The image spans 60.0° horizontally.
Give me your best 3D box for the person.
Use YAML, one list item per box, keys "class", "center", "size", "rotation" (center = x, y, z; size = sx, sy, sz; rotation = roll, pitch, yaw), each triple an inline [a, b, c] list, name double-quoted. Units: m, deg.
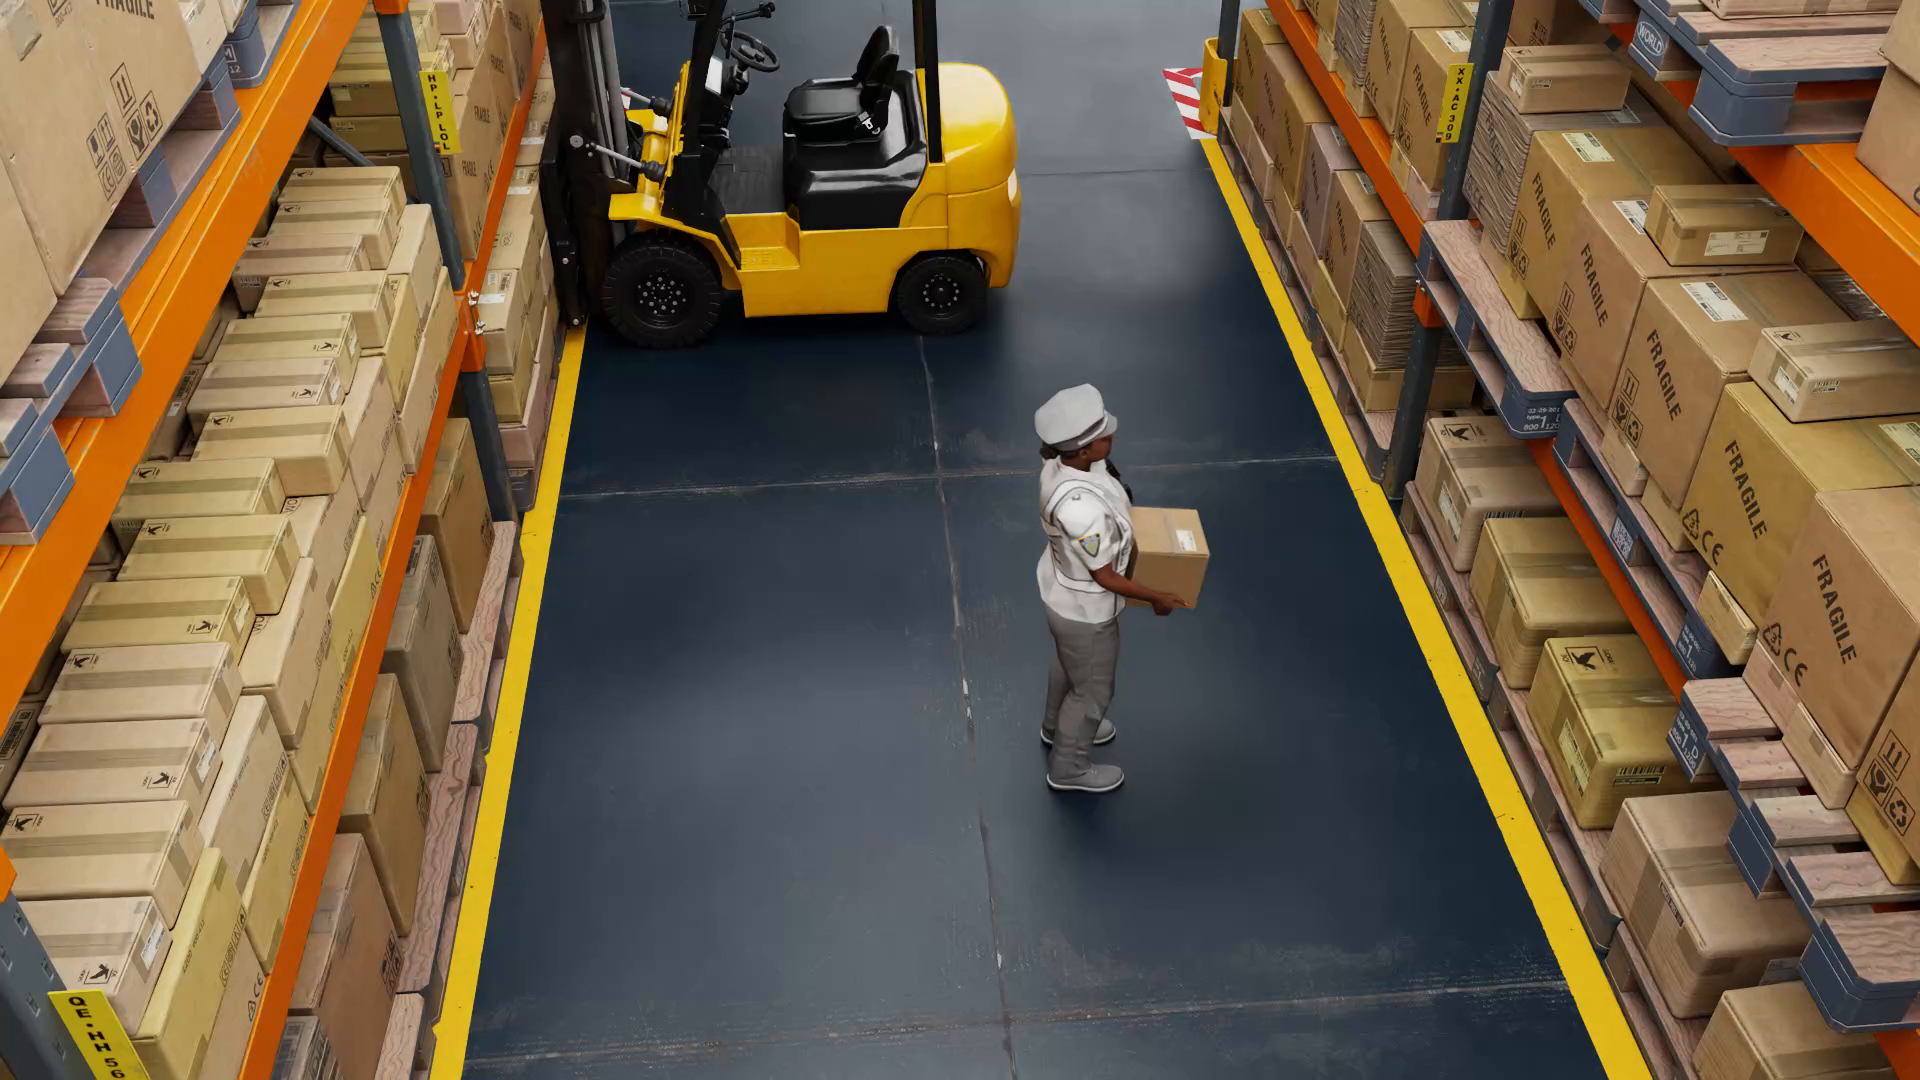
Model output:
- class: "person"
  center: [0.509, -0.142, 5.632]
  size: [0.535, 0.832, 0.446]
  rotation: [-3, 39, -3]
